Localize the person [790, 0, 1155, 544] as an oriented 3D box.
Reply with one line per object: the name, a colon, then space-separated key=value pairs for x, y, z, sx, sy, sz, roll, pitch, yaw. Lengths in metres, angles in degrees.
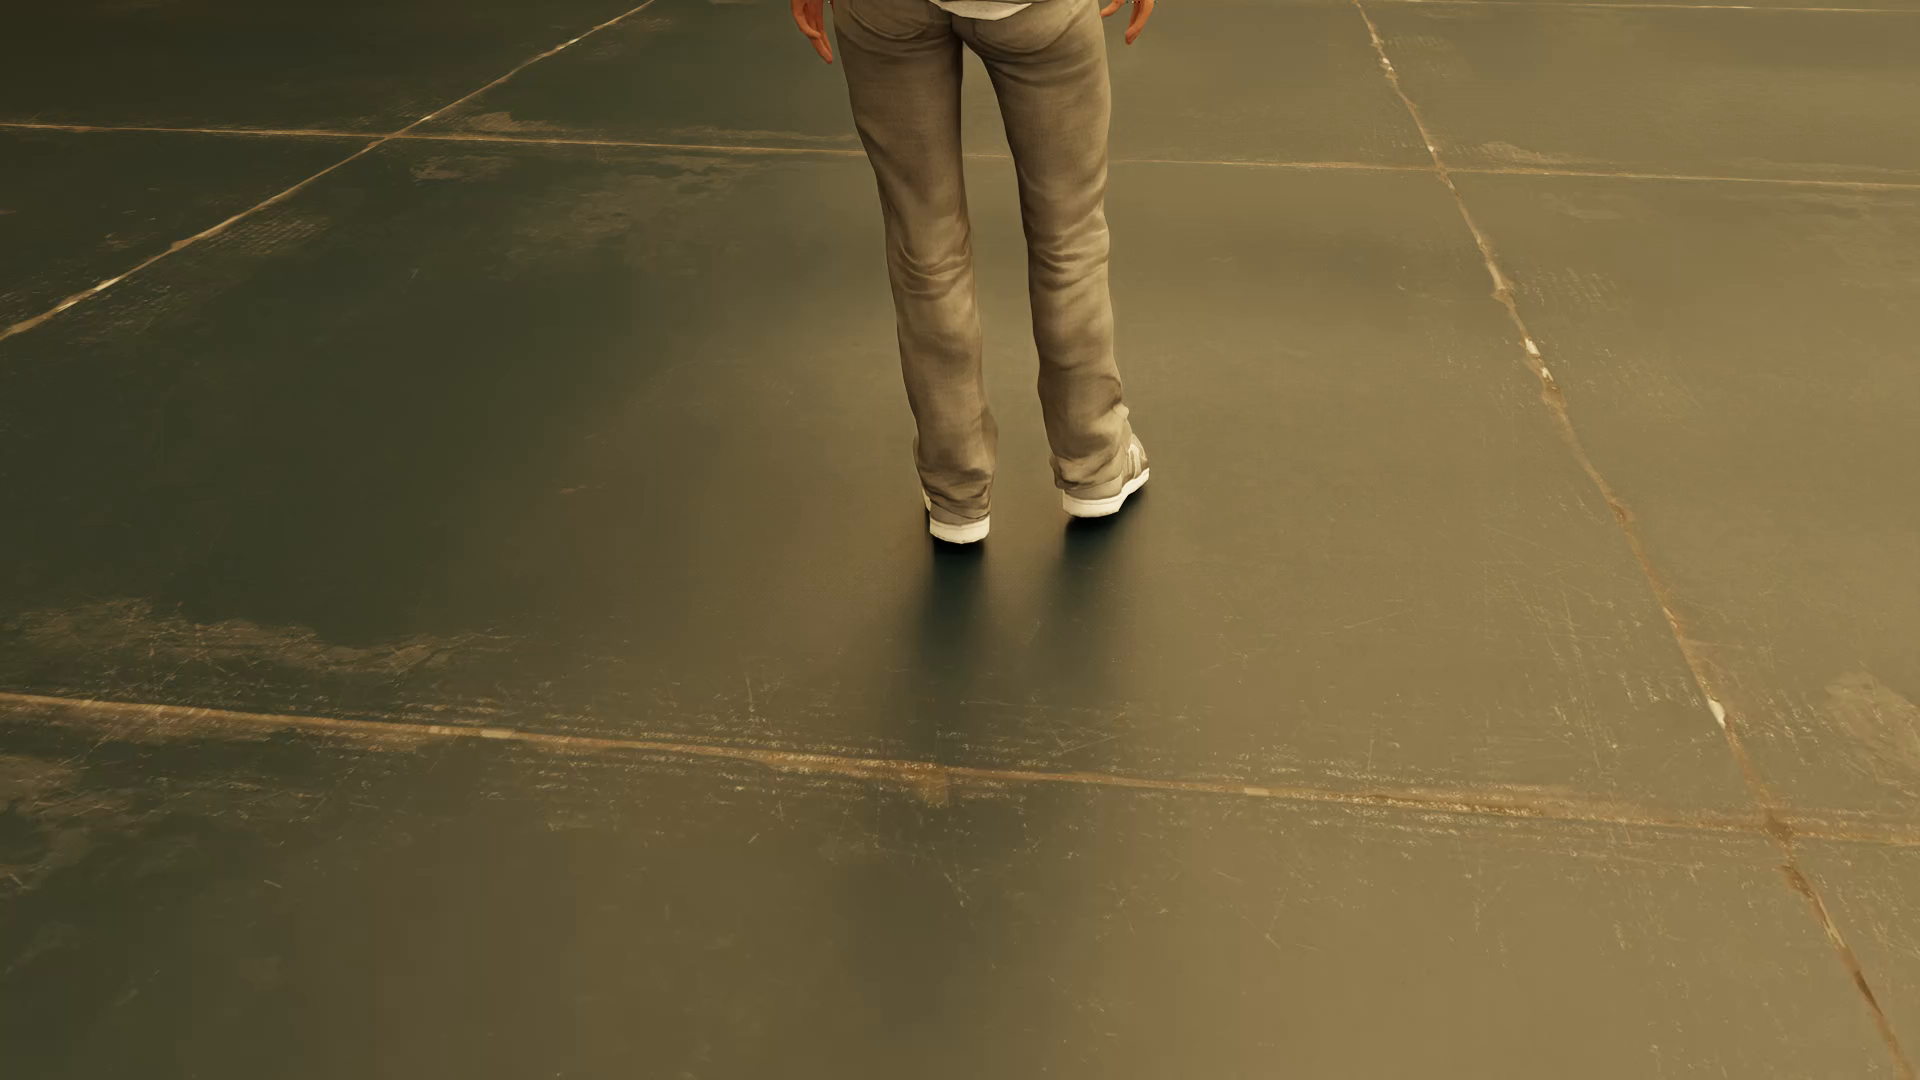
person: x=0.024 y=-0.754 z=2.205 sx=0.520 sy=1.599 sz=0.473 roll=3 pitch=27 yaw=7
